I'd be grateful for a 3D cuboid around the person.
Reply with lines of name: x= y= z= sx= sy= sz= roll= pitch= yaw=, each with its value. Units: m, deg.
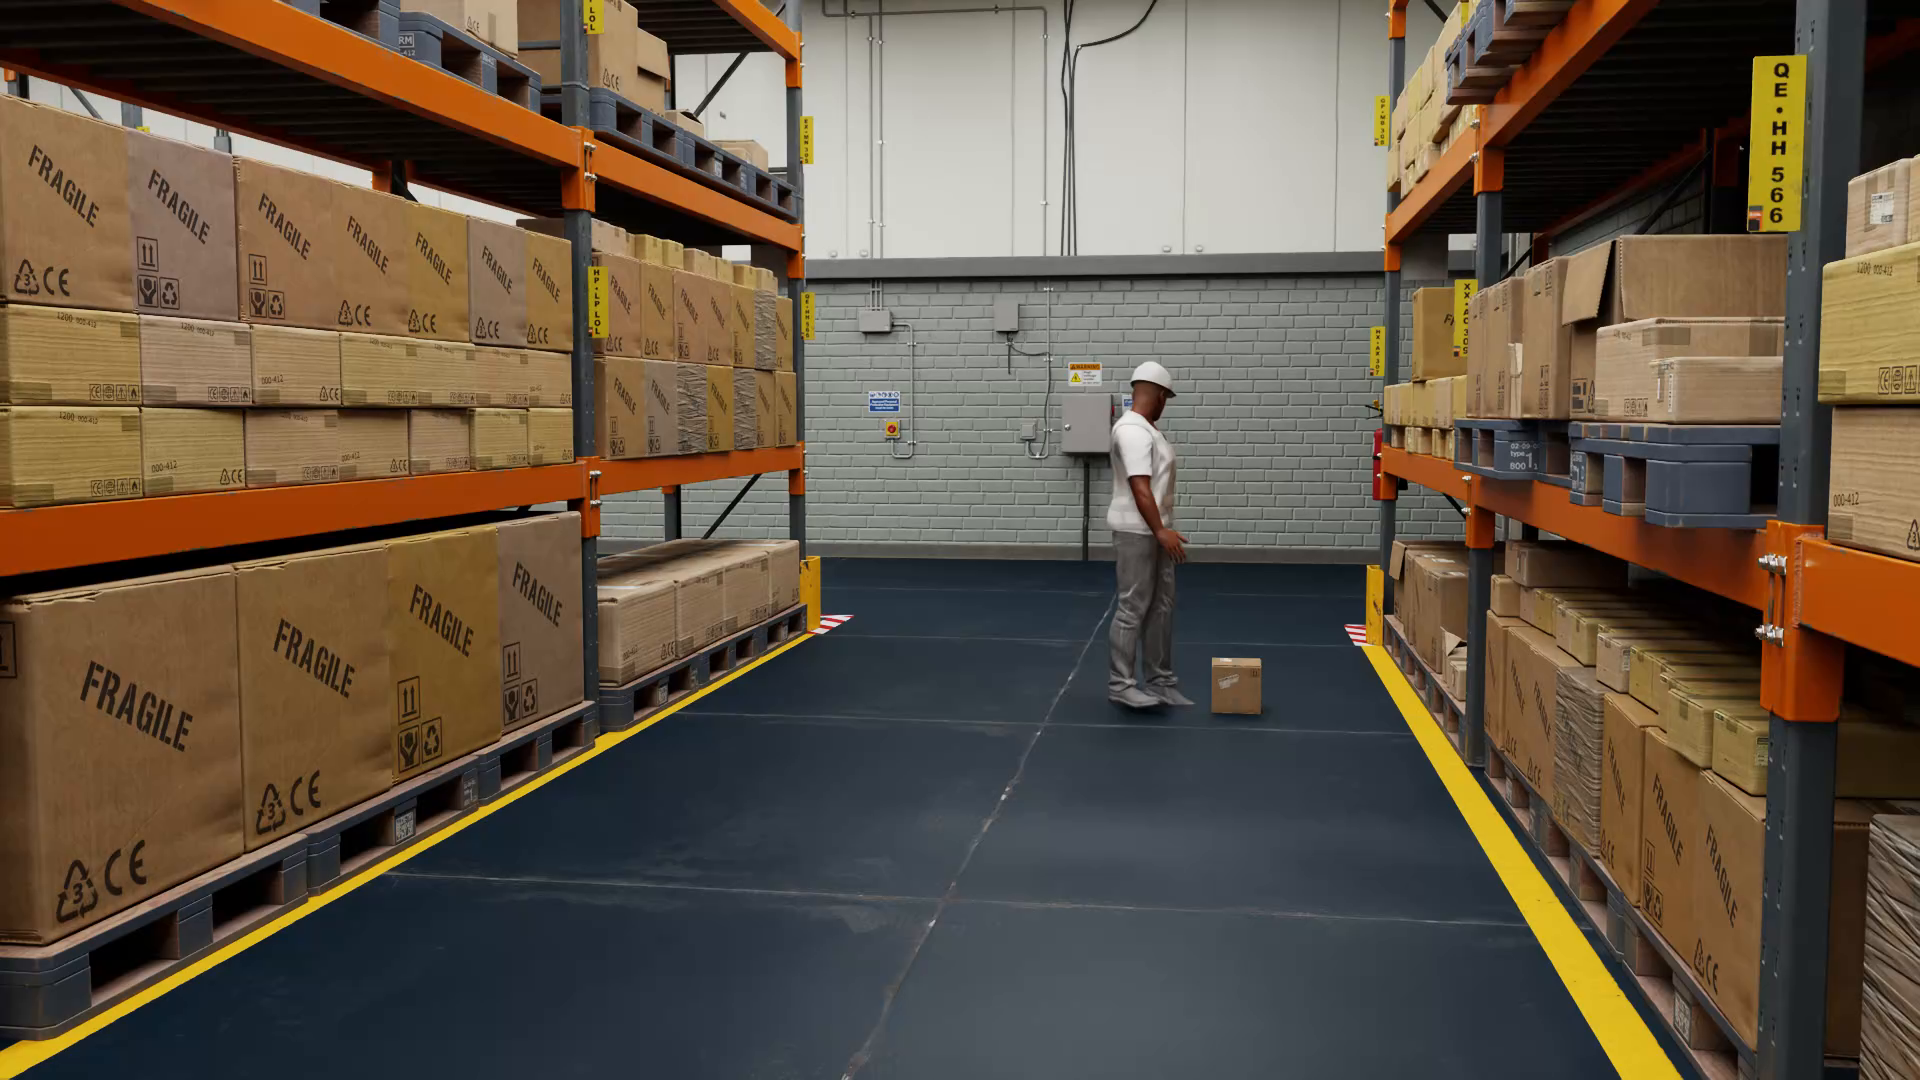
person: x=0.990 y=0.006 z=8.560 sx=0.471 sy=1.840 sz=0.631 roll=2 pitch=5 yaw=20
